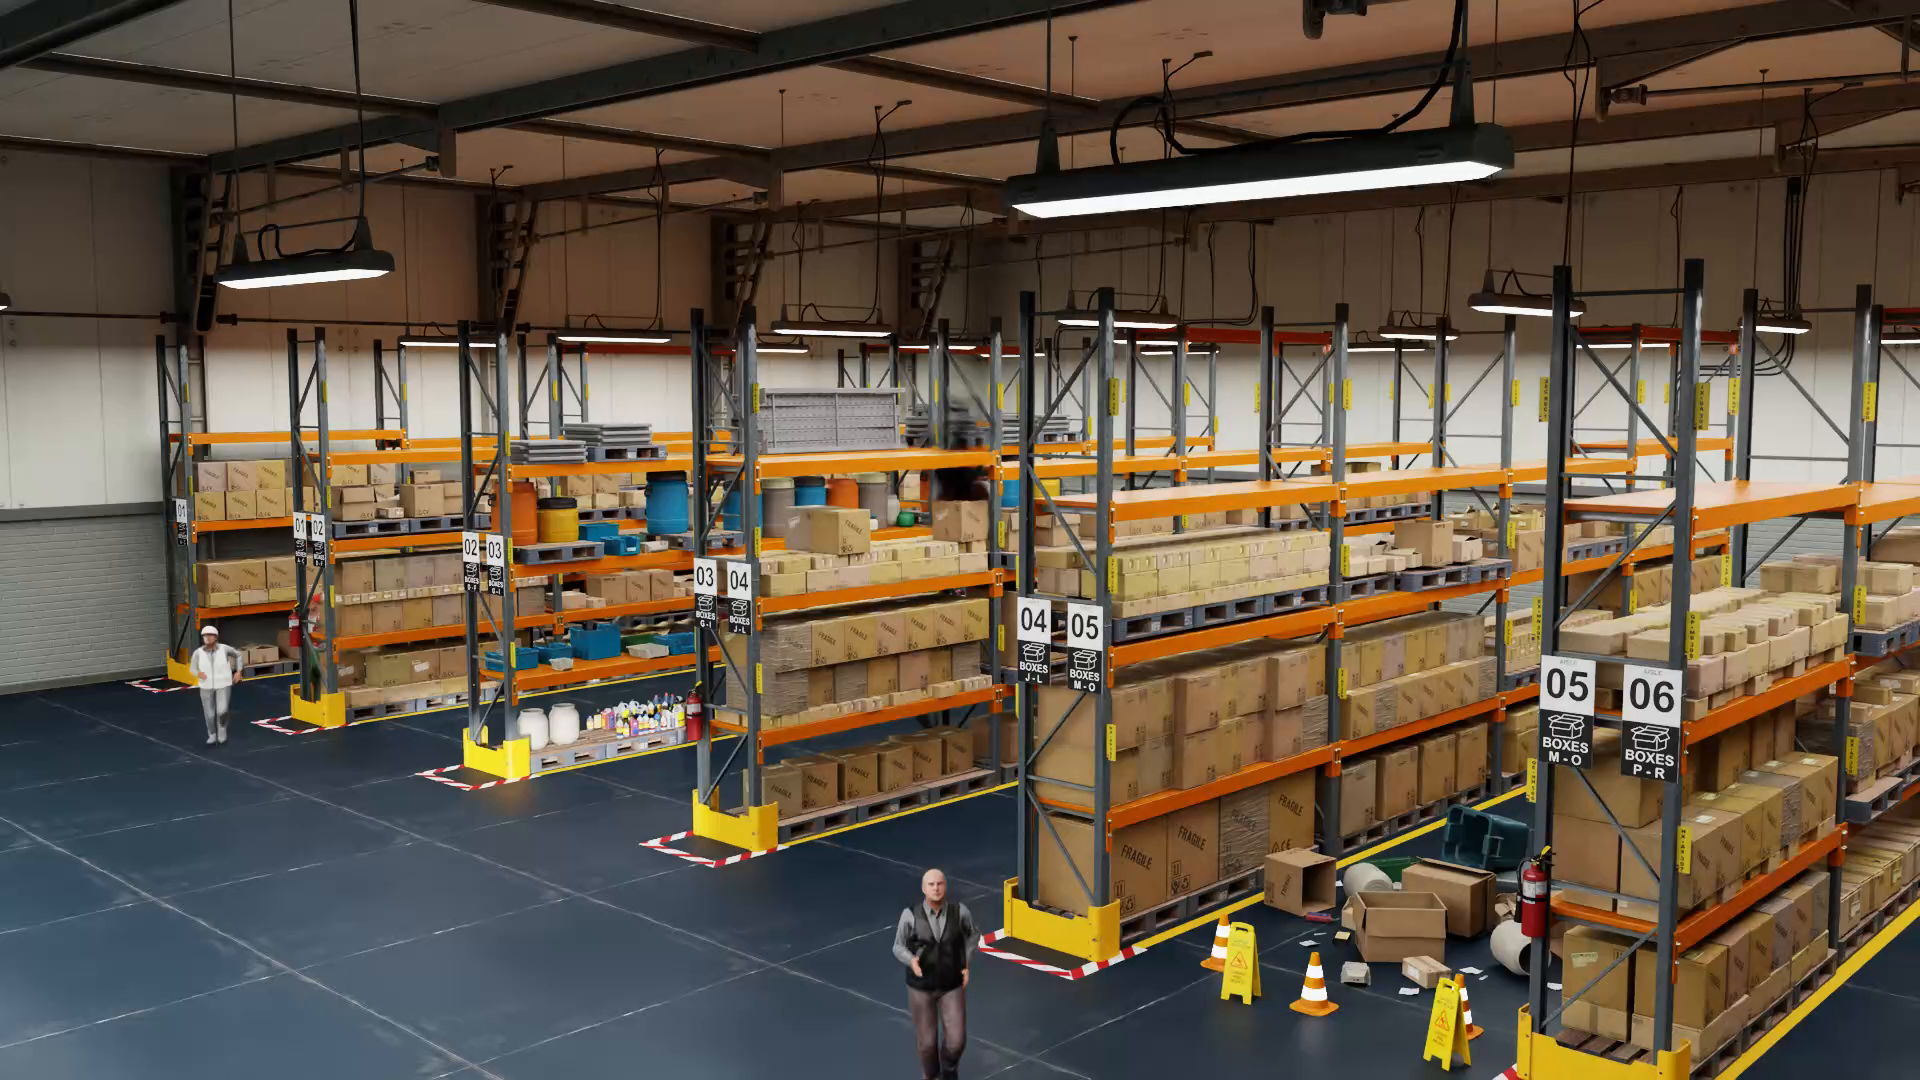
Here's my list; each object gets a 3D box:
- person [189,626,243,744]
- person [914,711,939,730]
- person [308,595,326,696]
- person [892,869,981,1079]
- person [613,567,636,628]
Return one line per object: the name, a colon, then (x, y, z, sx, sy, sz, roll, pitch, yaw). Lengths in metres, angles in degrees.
person: (-10.554, 2.070, 23.597, 0.677, 1.729, 0.803, -2, 6, -16)
person: (-0.409, 2.135, 23.516, 0.550, 1.626, 0.646, 4, 7, 35)
person: (-10.380, 1.766, 26.882, 0.657, 1.772, 0.869, 3, 6, 31)
person: (-0.155, 3.203, 11.871, 0.648, 1.677, 0.590, 0, 5, -4)
person: (-6.445, 1.319, 32.095, 0.614, 1.684, 0.640, 5, 7, 42)
